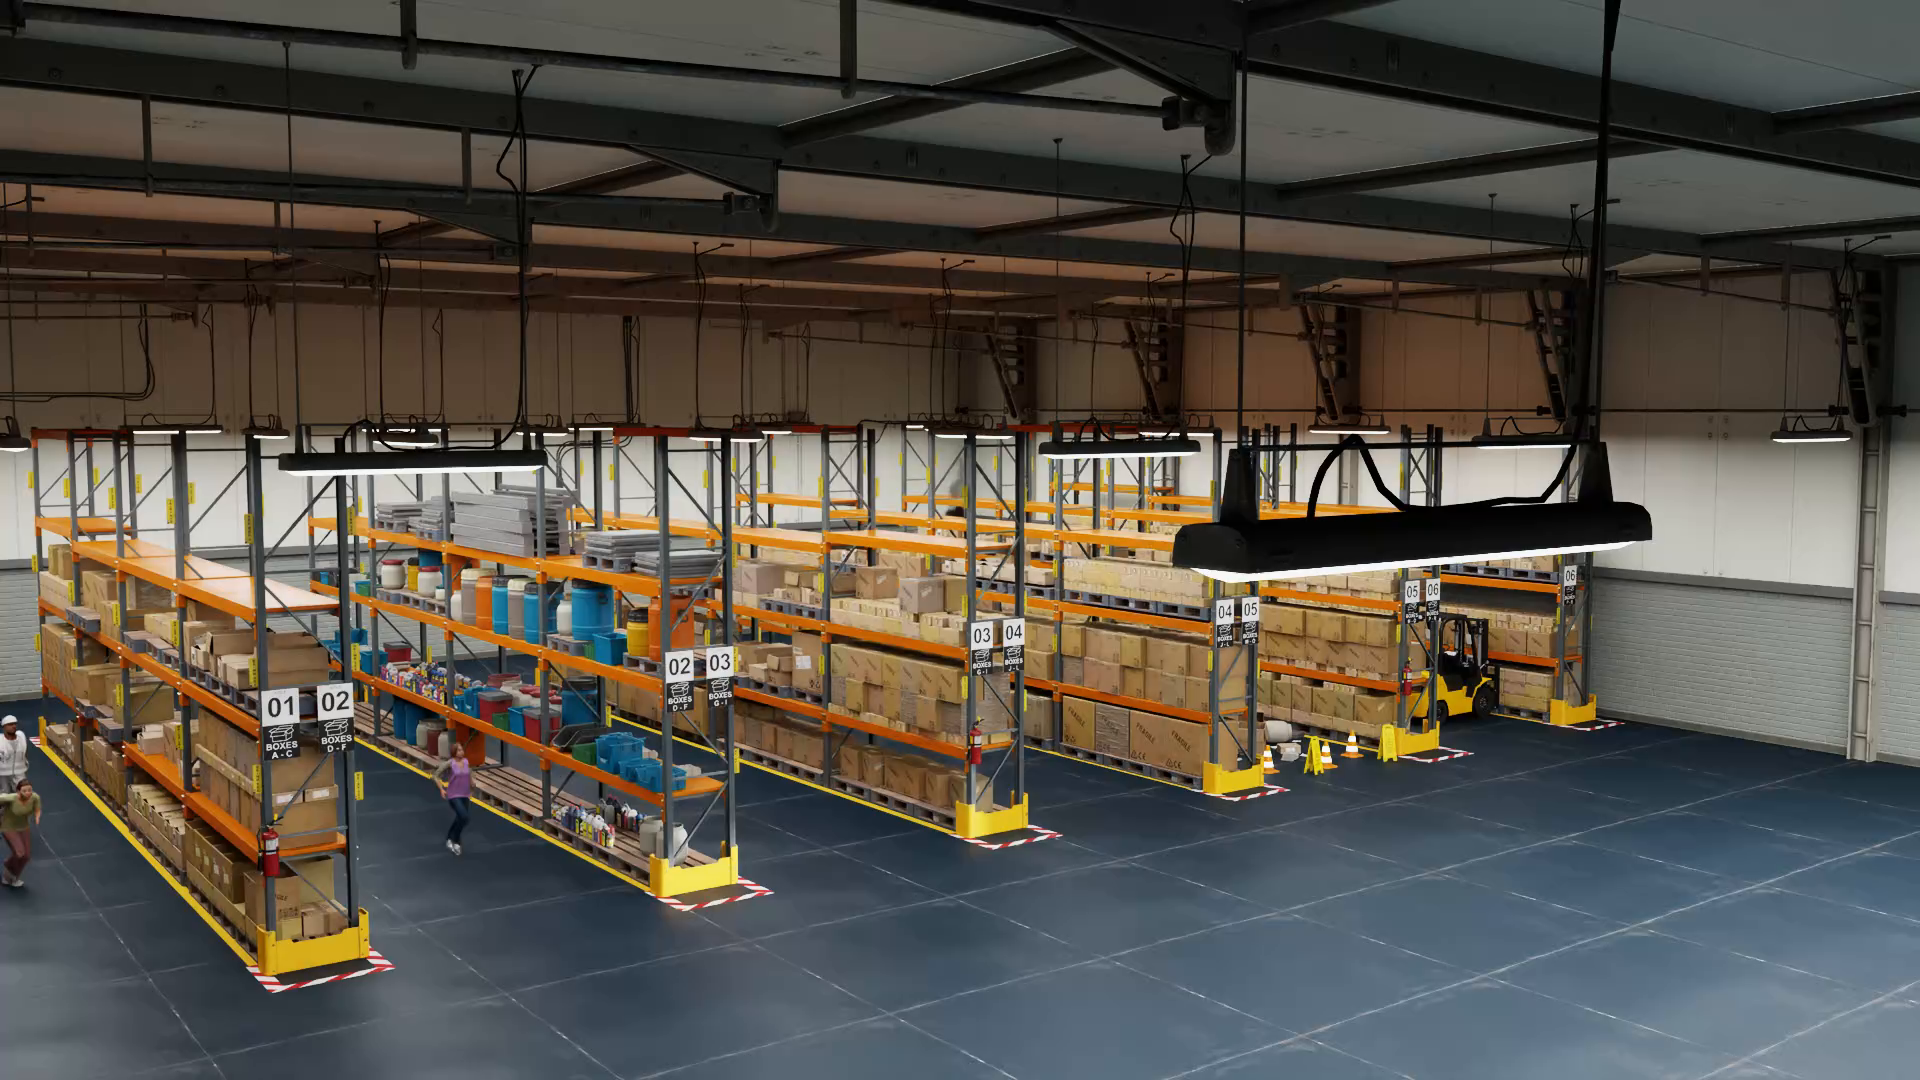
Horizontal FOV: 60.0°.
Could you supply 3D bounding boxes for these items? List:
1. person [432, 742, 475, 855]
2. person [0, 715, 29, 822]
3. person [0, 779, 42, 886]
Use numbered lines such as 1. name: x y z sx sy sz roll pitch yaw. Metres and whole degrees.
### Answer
1. person: -7.130 3.675 23.641 0.663 1.590 0.508 3 5 32
2. person: -14.119 3.512 24.666 0.646 1.847 0.796 -4 6 -44
3. person: -12.442 3.864 21.903 0.803 1.503 0.605 3 5 35
